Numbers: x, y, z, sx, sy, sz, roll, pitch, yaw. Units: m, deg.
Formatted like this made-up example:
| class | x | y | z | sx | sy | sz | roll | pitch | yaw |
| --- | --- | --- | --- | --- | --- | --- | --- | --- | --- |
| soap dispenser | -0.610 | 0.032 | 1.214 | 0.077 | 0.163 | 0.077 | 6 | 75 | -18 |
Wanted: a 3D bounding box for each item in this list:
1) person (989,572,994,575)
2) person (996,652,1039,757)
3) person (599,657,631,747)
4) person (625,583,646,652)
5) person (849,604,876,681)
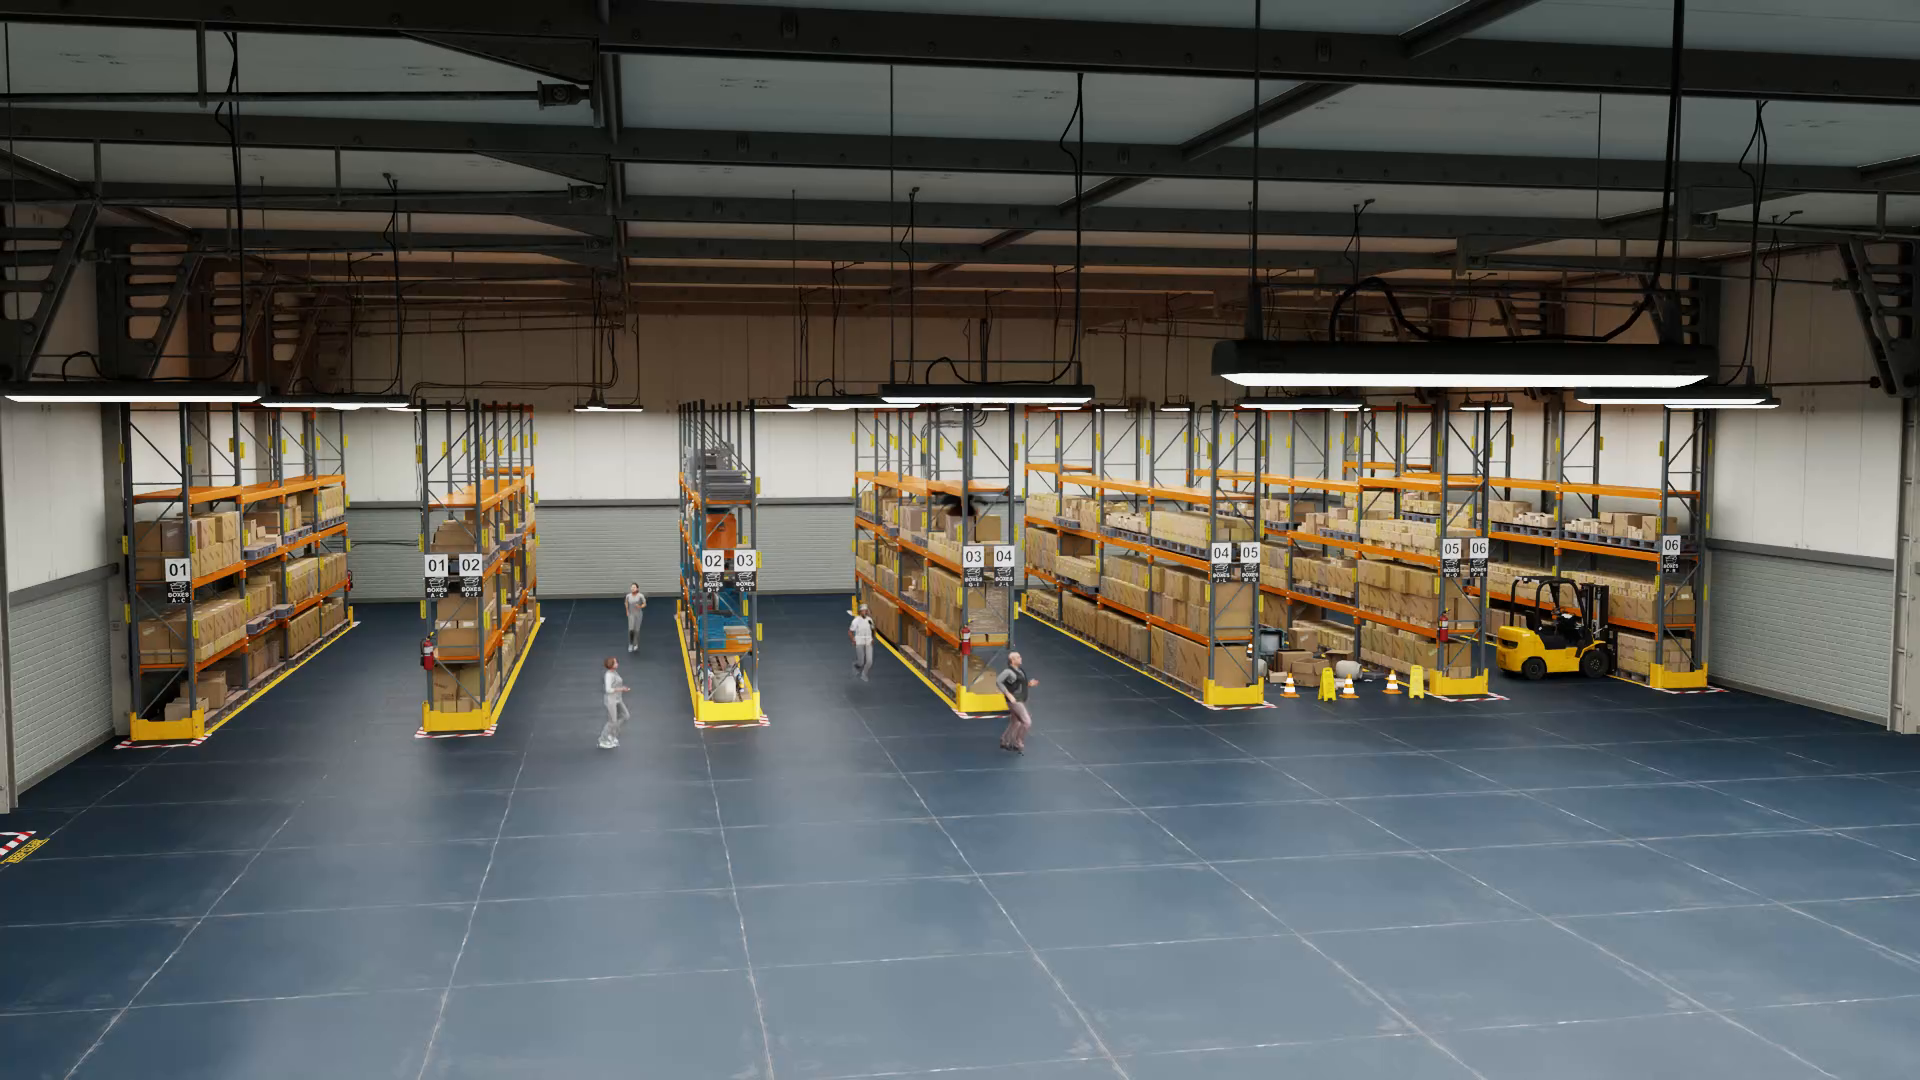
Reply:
| class | x | y | z | sx | sy | sz | roll | pitch | yaw |
| --- | --- | --- | --- | --- | --- | --- | --- | --- | --- |
| person | 0.772 | 1.267 | 47.485 | 0.673 | 1.750 | 0.951 | 0 | 4 | 6 |
| person | 0.962 | 2.765 | 27.938 | 0.706 | 1.769 | 0.638 | 2 | 5 | 20 |
| person | -5.894 | 2.779 | 28.450 | 0.603 | 1.580 | 0.519 | 1 | 4 | 9 |
| person | -7.848 | 1.868 | 40.193 | 0.541 | 1.669 | 0.663 | 0 | 4 | -4 |
| person | -1.979 | 2.088 | 34.125 | 0.582 | 1.582 | 0.652 | -2 | 5 | -21 |
